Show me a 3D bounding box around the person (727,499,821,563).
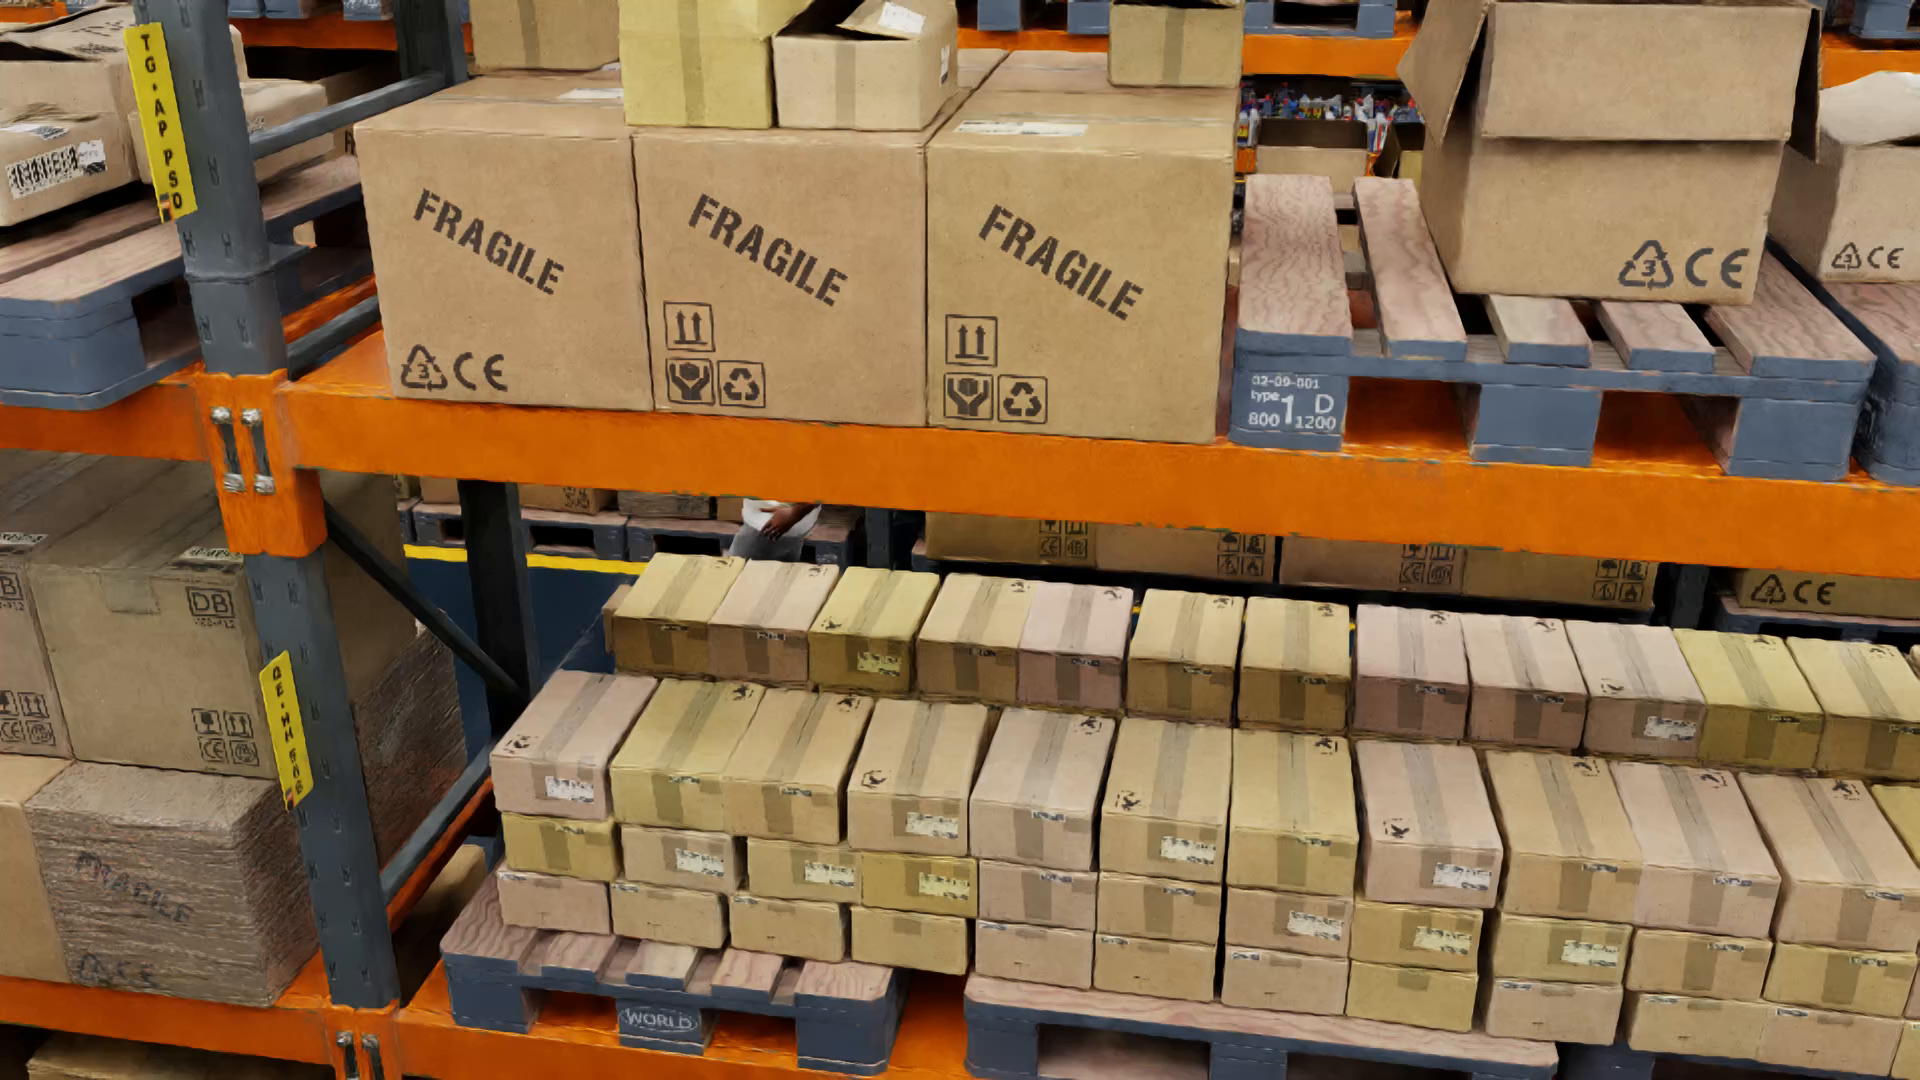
[{"bbox_3d":[-0.887,-0.118,7.349,0.865,1.746,0.662,5,25,11],"label":"person"}]
